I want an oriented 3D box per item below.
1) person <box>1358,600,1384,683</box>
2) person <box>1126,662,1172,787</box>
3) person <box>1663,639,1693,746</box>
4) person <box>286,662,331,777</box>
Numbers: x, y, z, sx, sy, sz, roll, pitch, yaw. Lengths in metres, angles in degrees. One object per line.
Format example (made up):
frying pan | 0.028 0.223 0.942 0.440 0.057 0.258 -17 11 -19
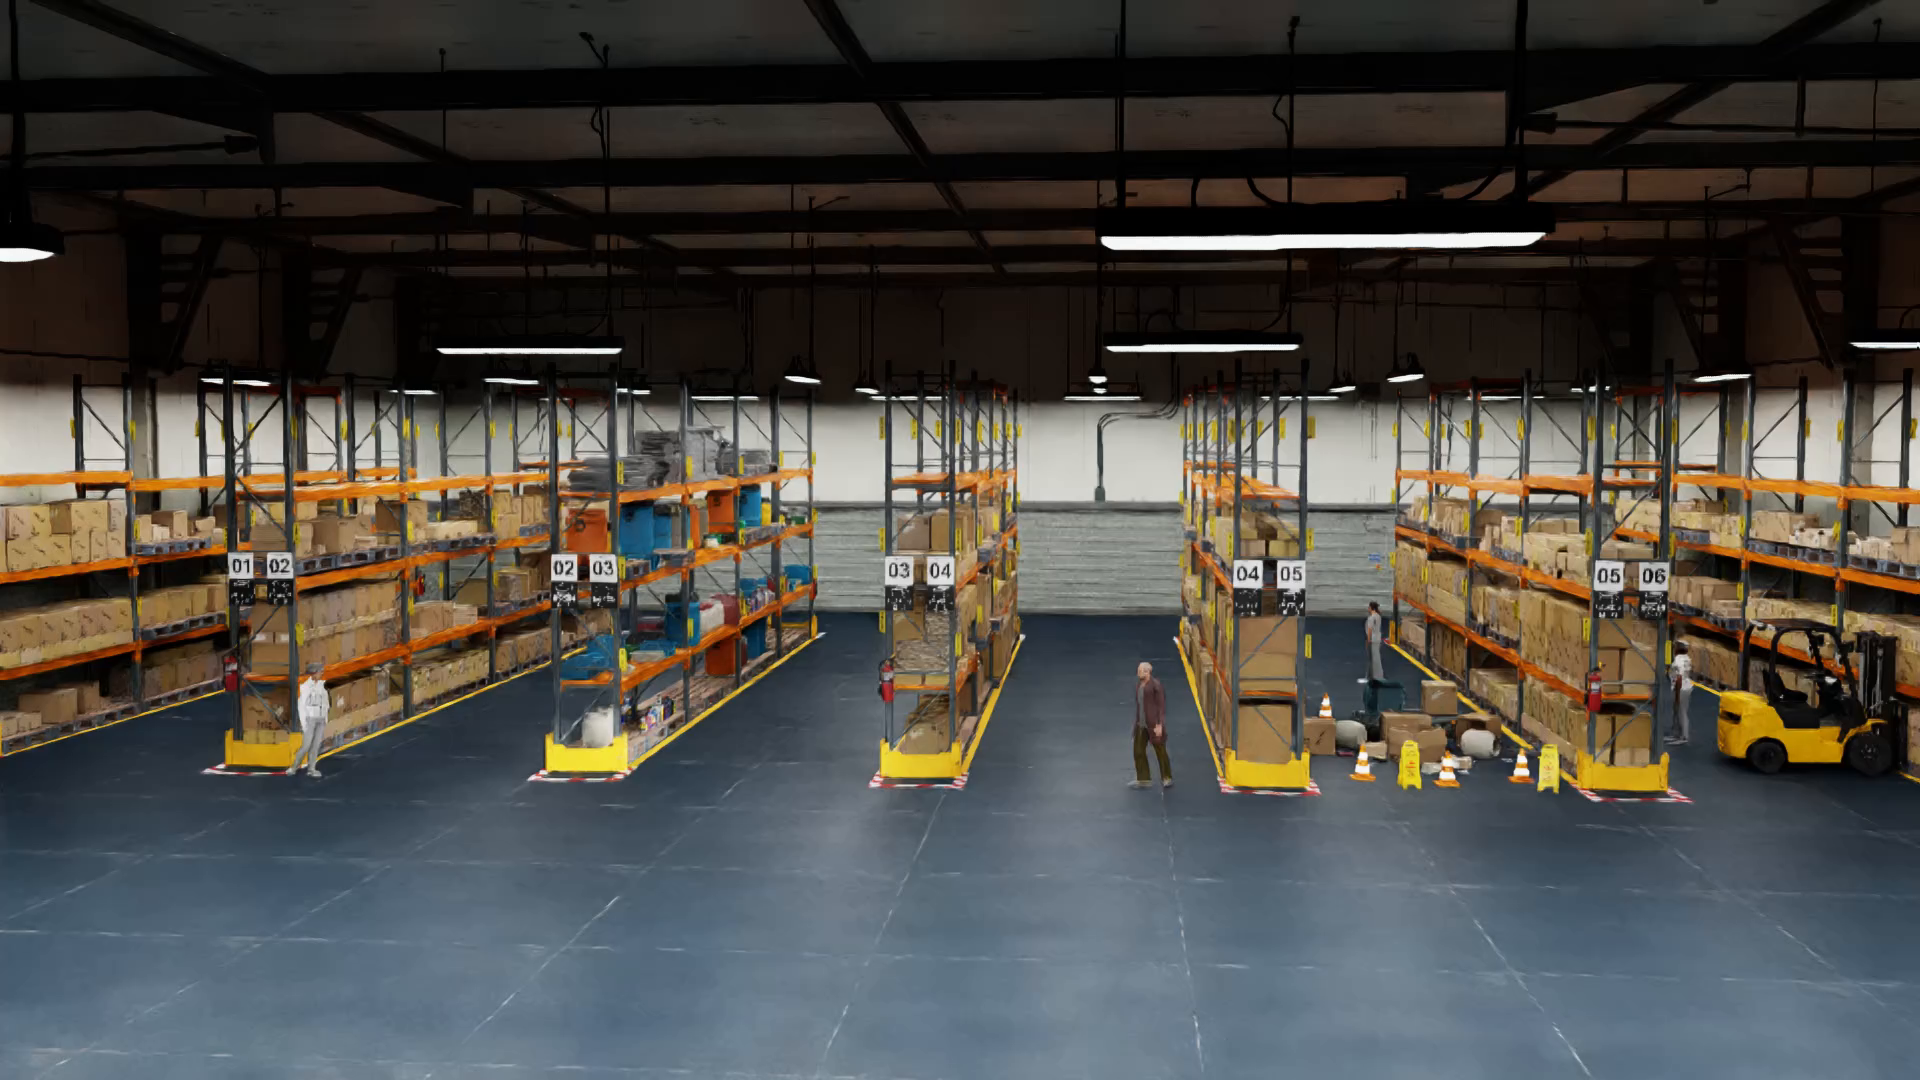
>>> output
person | 8.078 2.008 32.618 0.575 1.665 0.577 2 4 30
person | 2.687 2.586 23.371 0.656 1.769 0.607 -3 5 -38
person | 11.439 2.415 26.502 0.463 1.676 0.498 3 5 35
person | -9.371 2.586 23.972 0.423 1.659 0.642 2 4 32
